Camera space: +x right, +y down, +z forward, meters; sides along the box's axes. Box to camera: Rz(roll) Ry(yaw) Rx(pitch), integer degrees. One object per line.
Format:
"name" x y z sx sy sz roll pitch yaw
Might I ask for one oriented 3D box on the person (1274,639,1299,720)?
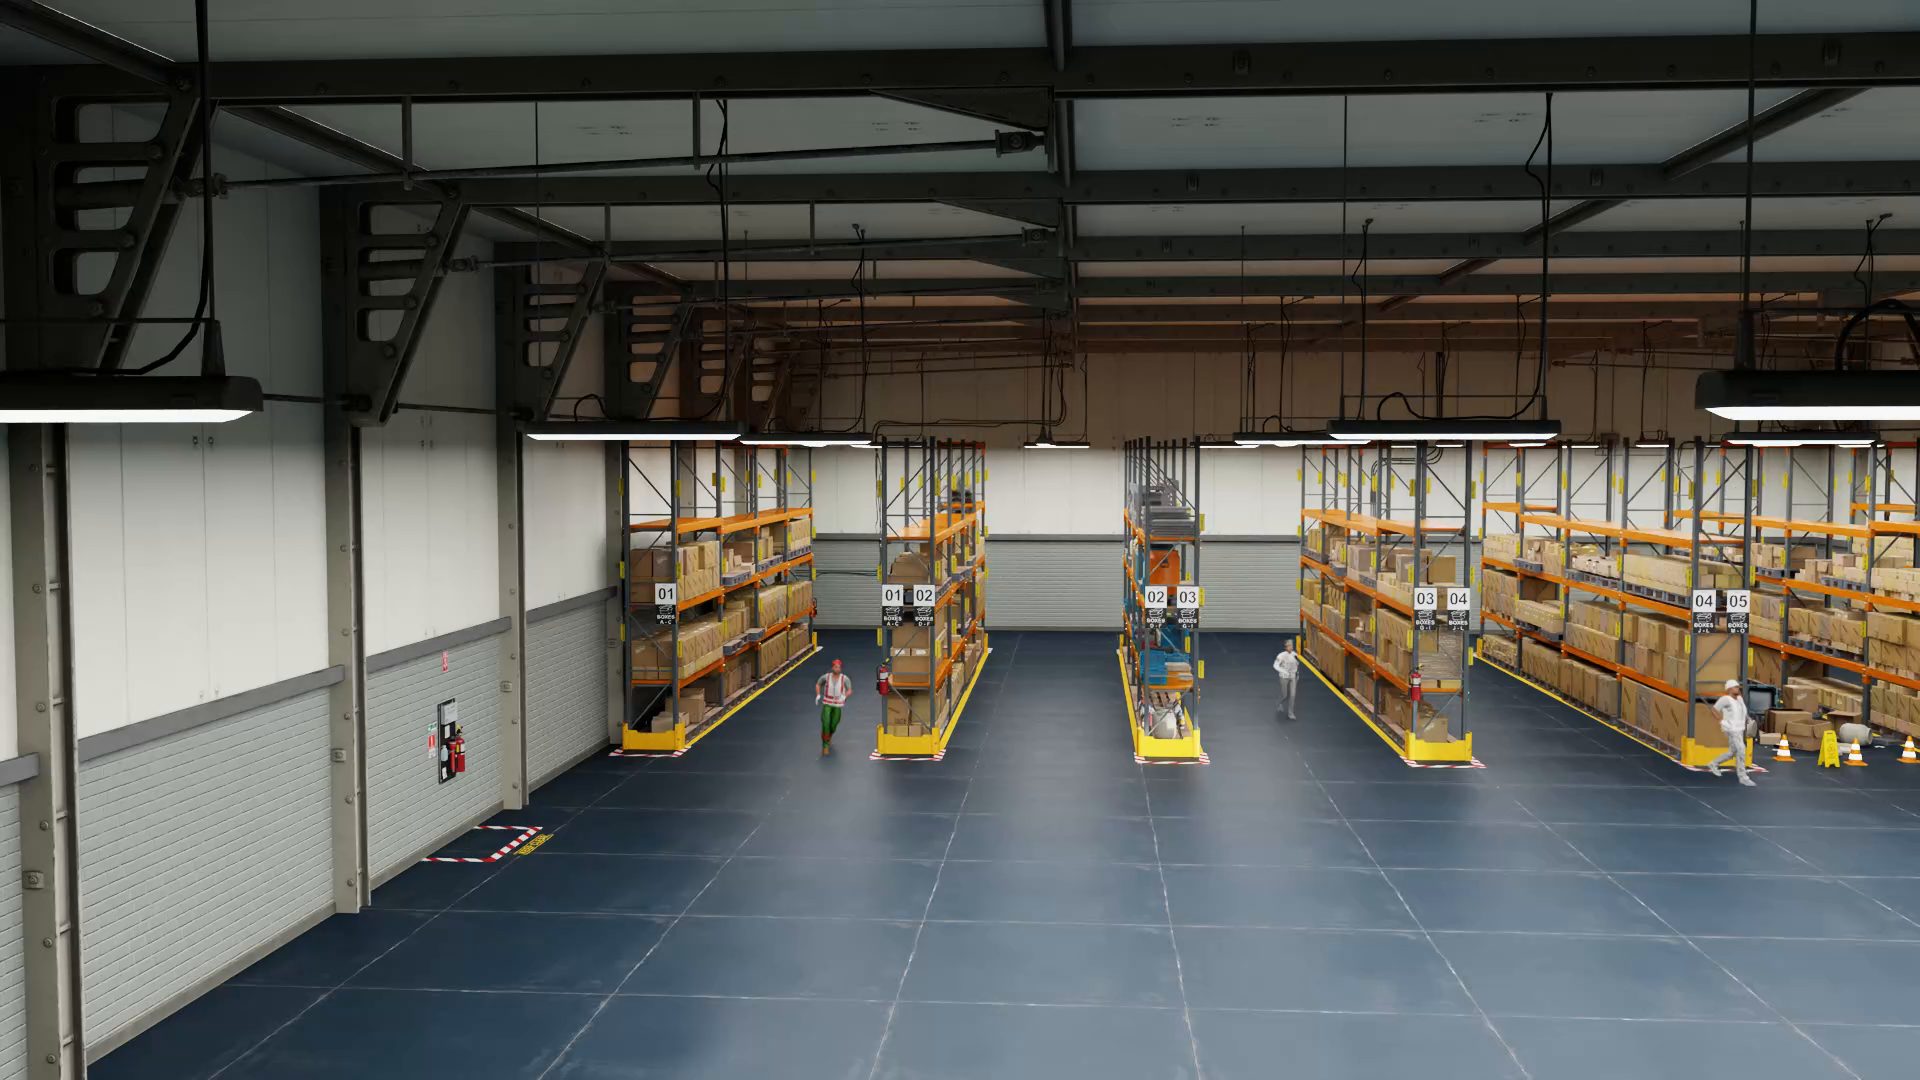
"person" 7.038 2.972 35.770 0.617 1.696 0.832 -1 3 -9

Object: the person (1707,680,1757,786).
"person" 13.375 3.311 28.757 0.717 1.796 0.883 -3 4 -43

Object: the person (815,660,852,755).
"person" -2.410 3.162 31.705 0.701 1.782 0.874 0 3 -5

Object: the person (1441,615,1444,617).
"person" 13.148 2.342 46.315 0.697 1.768 0.900 3 4 45
